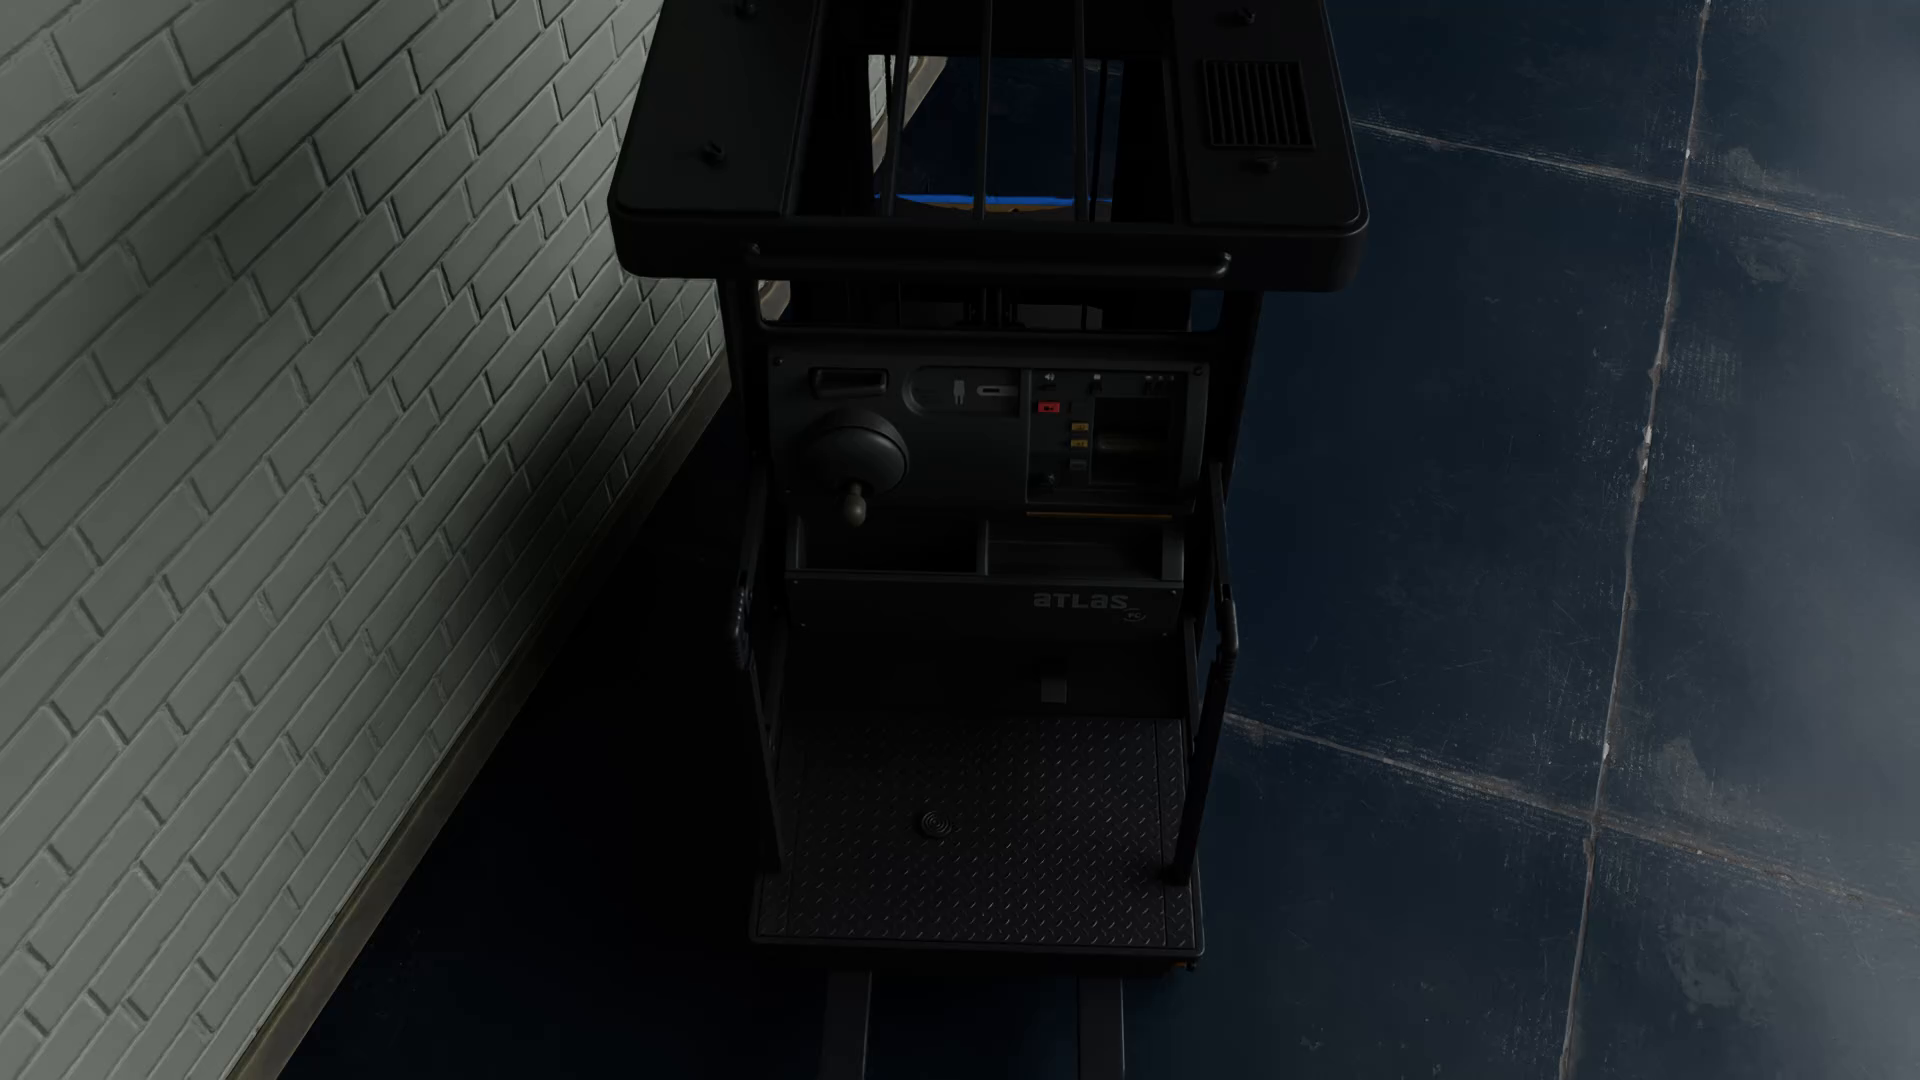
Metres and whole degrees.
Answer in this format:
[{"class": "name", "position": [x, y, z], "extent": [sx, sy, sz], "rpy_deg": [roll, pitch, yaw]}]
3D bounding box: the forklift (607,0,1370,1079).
[{"class": "forklift", "position": [0.052, -0.116, 3.411], "extent": [1.130, 2.935, 3.031], "rpy_deg": [1, 49, 1]}]

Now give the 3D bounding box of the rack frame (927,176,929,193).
[{"class": "rack frame", "position": [-0.101, -0.712, 5.272], "extent": [0.006, 0.900, 0.240], "rpy_deg": [1, 49, 1]}]

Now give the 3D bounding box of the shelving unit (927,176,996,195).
[{"class": "shelving unit", "position": [0.001, -0.709, 5.269], "extent": [0.210, 0.900, 0.258], "rpy_deg": [1, 49, 1]}]

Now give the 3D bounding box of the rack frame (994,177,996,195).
[{"class": "rack frame", "position": [0.103, -0.707, 5.267], "extent": [0.006, 0.900, 0.240], "rpy_deg": [1, 49, 1]}]
